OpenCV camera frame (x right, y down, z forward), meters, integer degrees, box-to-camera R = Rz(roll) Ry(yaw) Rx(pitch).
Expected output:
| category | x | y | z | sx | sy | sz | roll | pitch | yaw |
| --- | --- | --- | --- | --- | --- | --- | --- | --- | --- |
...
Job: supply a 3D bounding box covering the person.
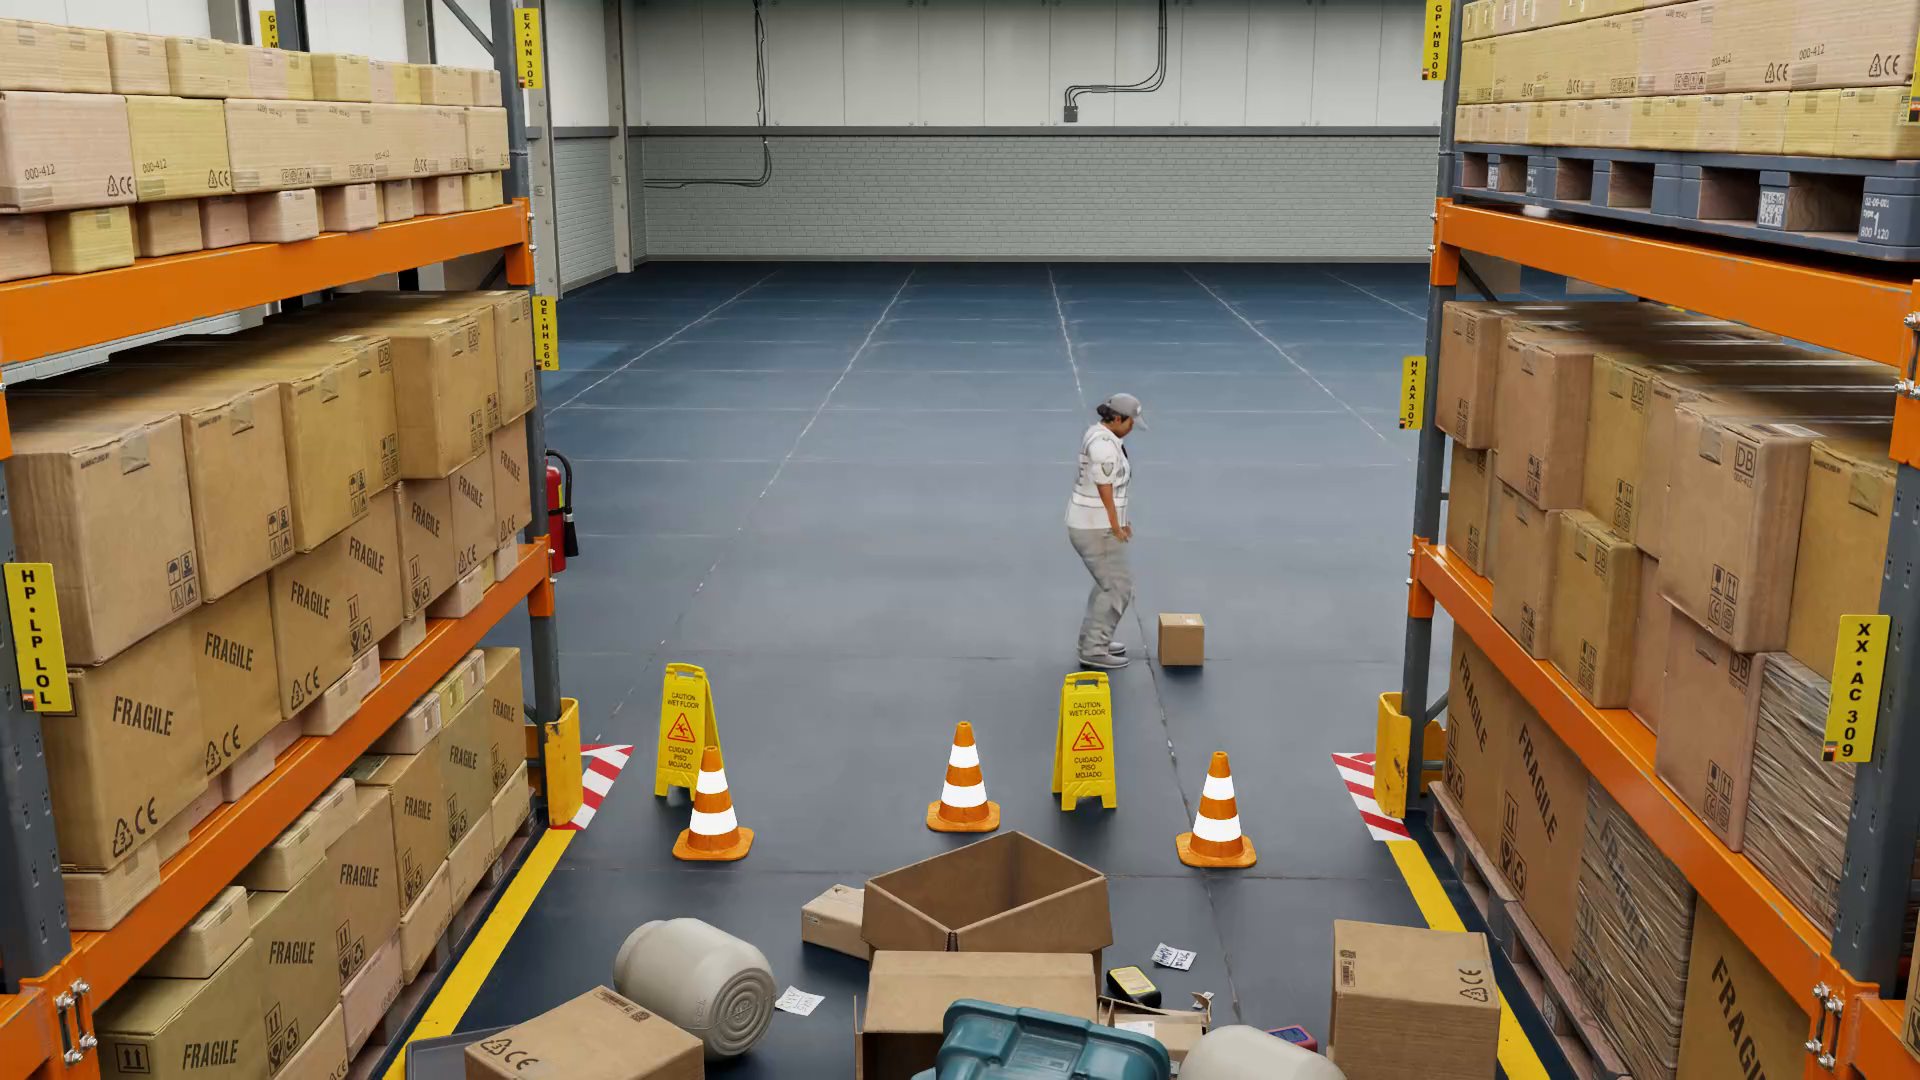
| category | x | y | z | sx | sy | sz | roll | pitch | yaw |
| --- | --- | --- | --- | --- | --- | --- | --- | --- | --- |
| person | 0.861 | -0.069 | 9.895 | 0.479 | 1.620 | 0.496 | 1 | 14 | 3 |
